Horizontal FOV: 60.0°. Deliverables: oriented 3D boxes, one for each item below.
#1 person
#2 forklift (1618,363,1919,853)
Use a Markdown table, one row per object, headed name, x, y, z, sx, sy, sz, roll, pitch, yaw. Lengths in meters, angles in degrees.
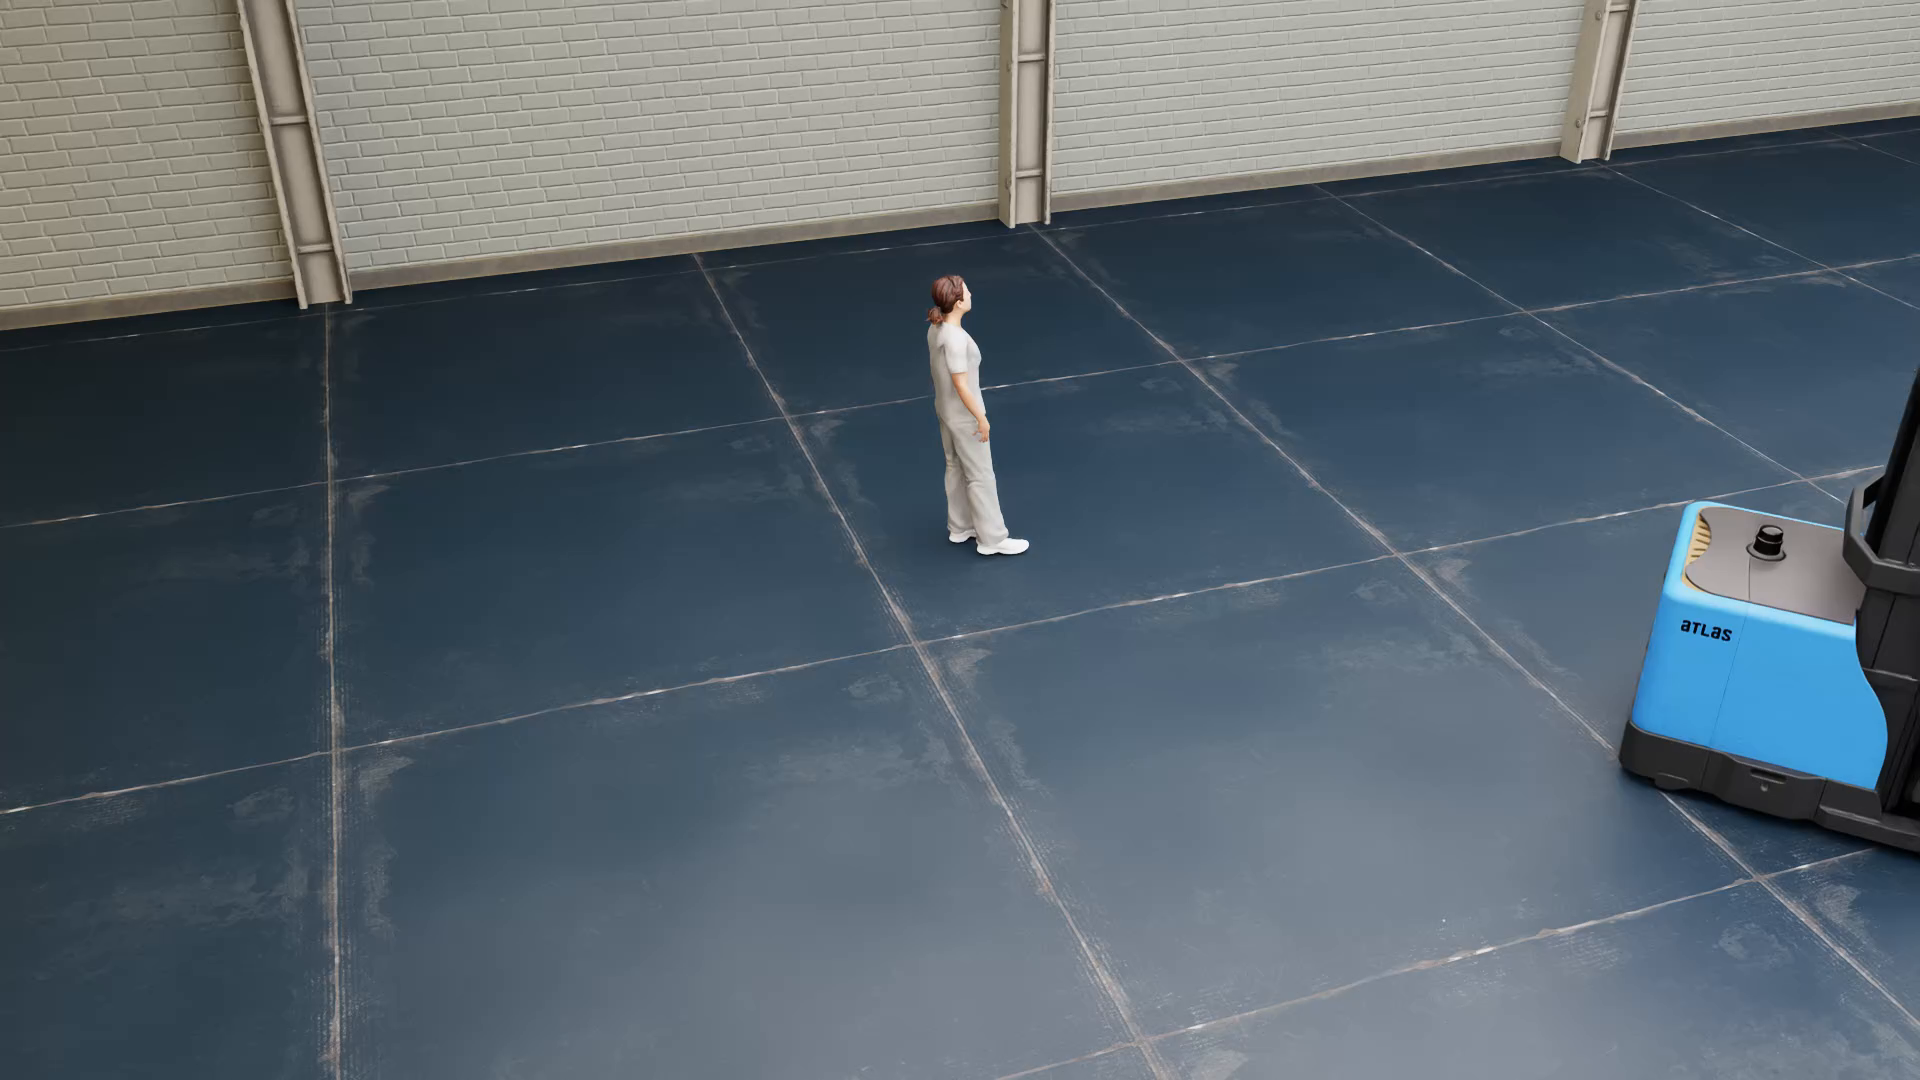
| name | x | y | z | sx | sy | sz | roll | pitch | yaw |
| --- | --- | --- | --- | --- | --- | --- | --- | --- | --- |
| person | 0.075 | -0.738 | 9.614 | 0.548 | 1.673 | 0.549 | -10 | 31 | -16 |
| forklift | 4.732 | -0.004 | 7.094 | 3.031 | 2.935 | 1.130 | 14 | 33 | 23 |
